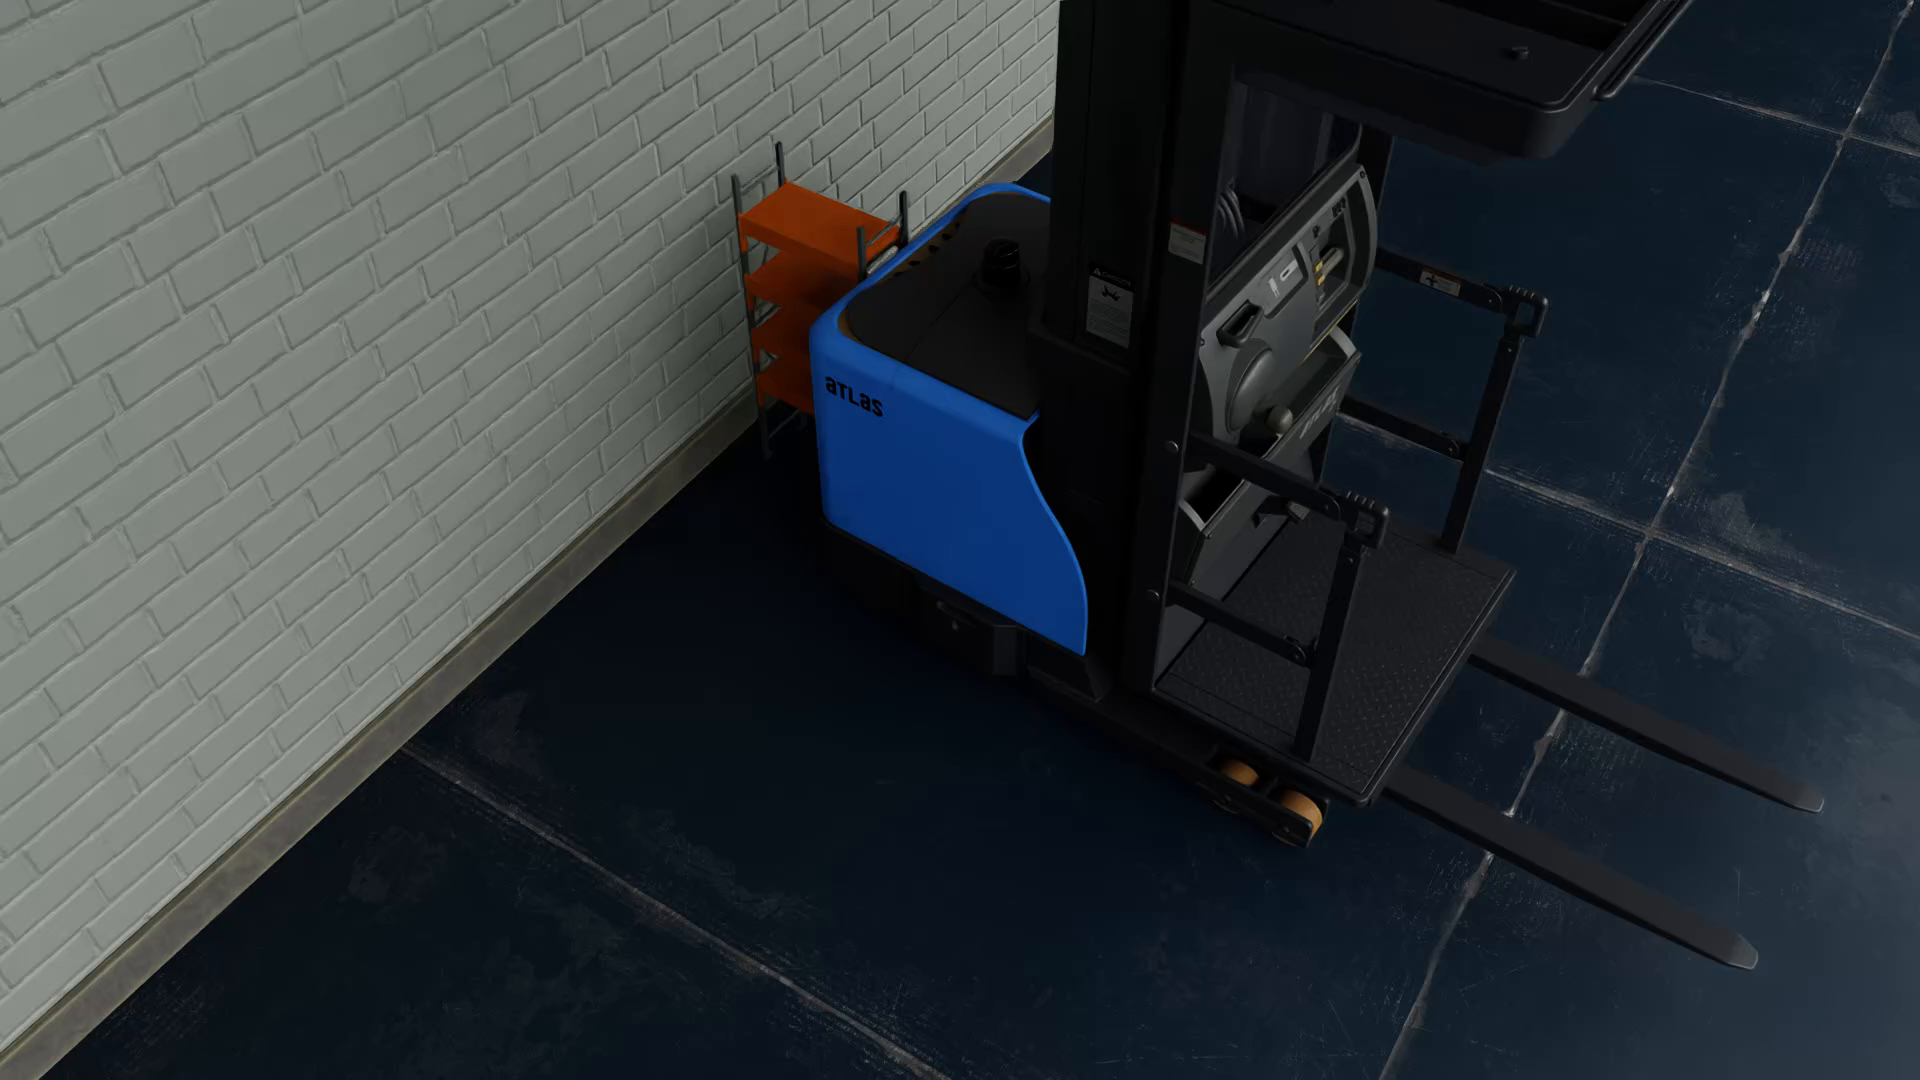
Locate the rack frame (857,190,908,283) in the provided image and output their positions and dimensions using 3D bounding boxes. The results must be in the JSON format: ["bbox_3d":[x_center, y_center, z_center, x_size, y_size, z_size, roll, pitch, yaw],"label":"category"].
[{"bbox_3d":[-0.237,-0.587,5.484,0.015,1.200,0.240,26,51,23],"label":"rack frame"}]

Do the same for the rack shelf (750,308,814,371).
[{"bbox_3d":[-0.439,-0.638,5.627,0.480,0.148,0.258,26,51,23],"label":"rack shelf"}]

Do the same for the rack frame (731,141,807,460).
[{"bbox_3d":[-0.641,-0.783,5.675,0.015,1.200,0.240,26,51,23],"label":"rack frame"}]

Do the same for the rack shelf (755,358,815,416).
[{"bbox_3d":[-0.439,-0.500,5.770,0.480,0.148,0.258,26,51,23],"label":"rack shelf"}]

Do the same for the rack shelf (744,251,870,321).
[{"bbox_3d":[-0.439,-0.794,5.467,0.480,0.148,0.258,26,51,23],"label":"rack shelf"}]

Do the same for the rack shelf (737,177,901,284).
[{"bbox_3d":[-0.439,-0.959,5.297,0.480,0.148,0.258,26,51,23],"label":"rack shelf"}]

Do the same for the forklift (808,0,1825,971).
[{"bbox_3d":[1.032,-0.566,4.256,3.031,2.935,1.130,27,52,24],"label":"forklift"}]

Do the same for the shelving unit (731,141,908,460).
[{"bbox_3d":[-0.439,-0.685,5.579,0.503,1.200,0.258,26,51,23],"label":"shelving unit"}]
